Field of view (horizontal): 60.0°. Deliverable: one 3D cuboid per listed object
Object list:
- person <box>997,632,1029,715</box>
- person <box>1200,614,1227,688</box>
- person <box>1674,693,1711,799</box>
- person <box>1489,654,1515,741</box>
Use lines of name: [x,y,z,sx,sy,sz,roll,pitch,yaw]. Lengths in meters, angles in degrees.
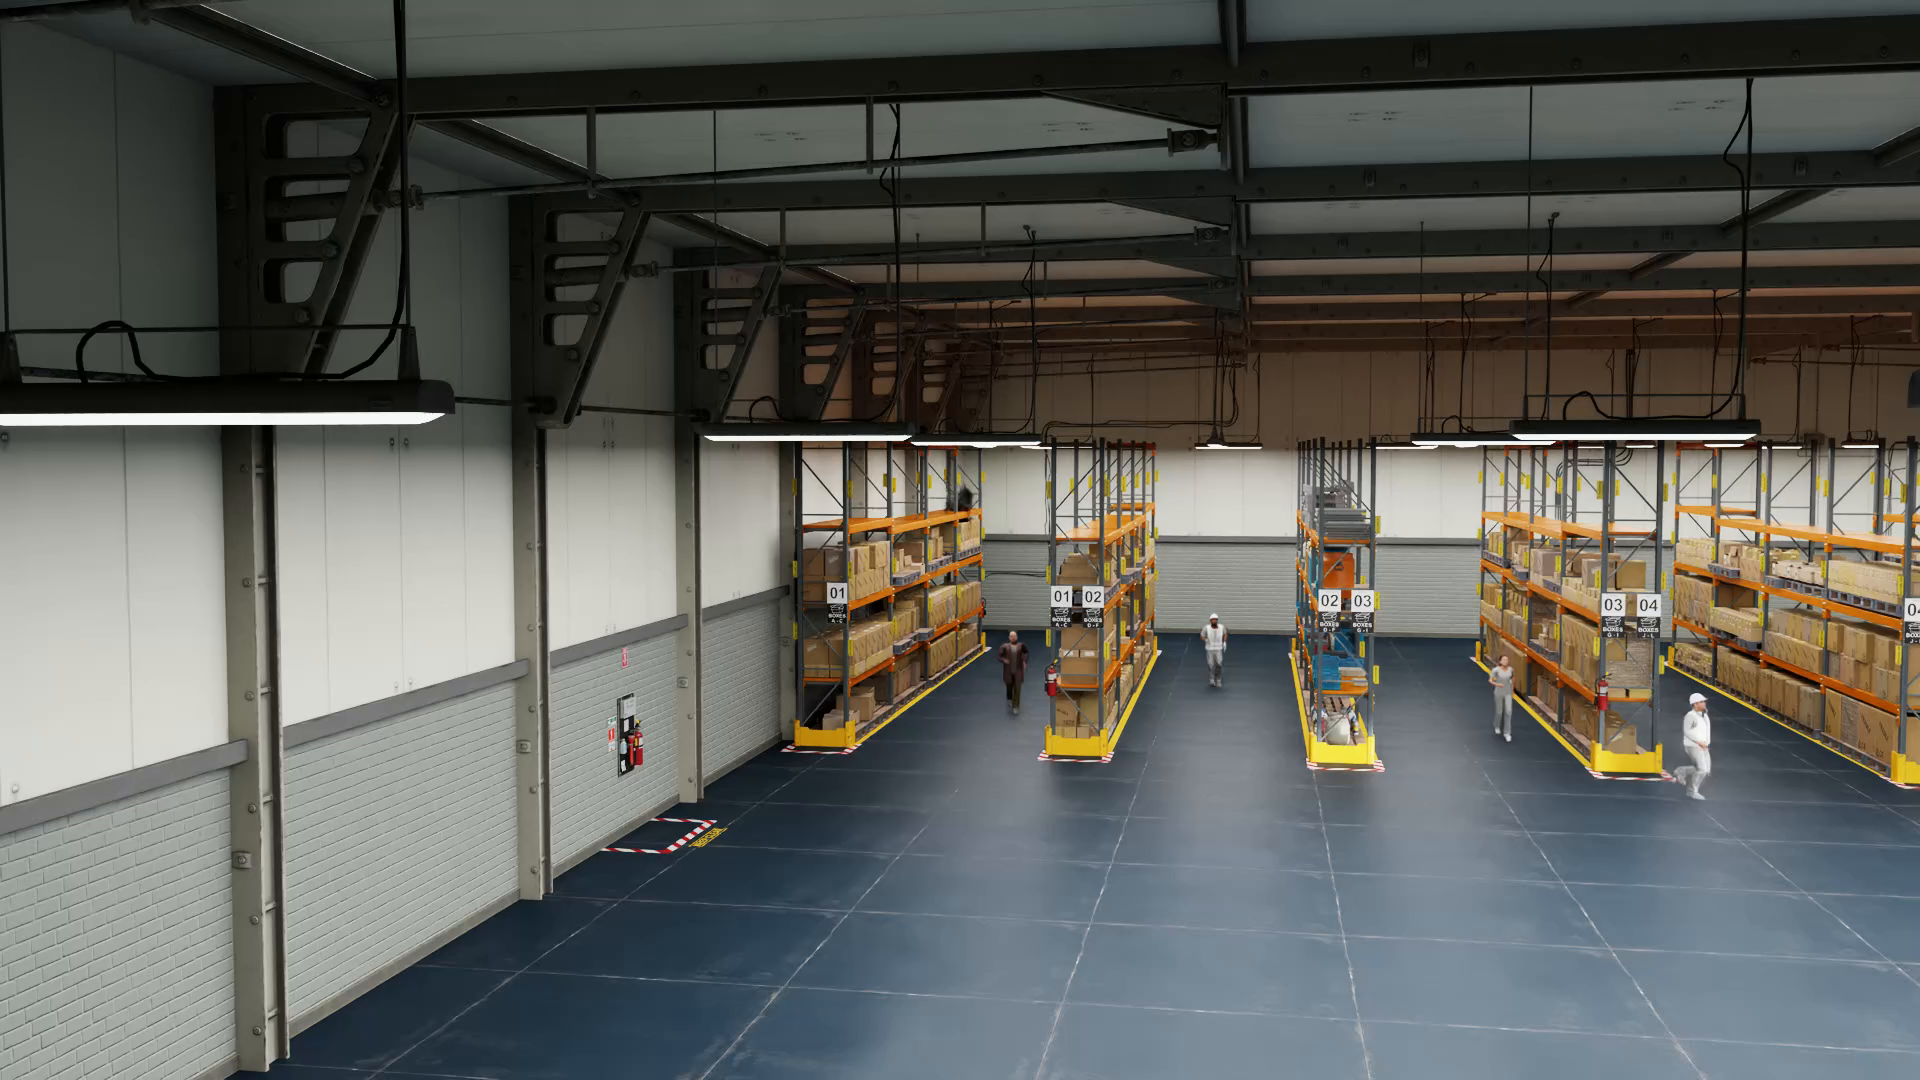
person: [1.170,2.889,36.403,0.708,1.768,0.988,0,3,-2]
person: [6.178,2.706,40.482,0.664,1.818,0.734,0,3,6]
person: [12.180,3.406,27.598,0.683,1.749,0.646,-3,4,-41]
person: [10.856,3.121,33.288,0.561,1.689,0.889,0,3,5]
